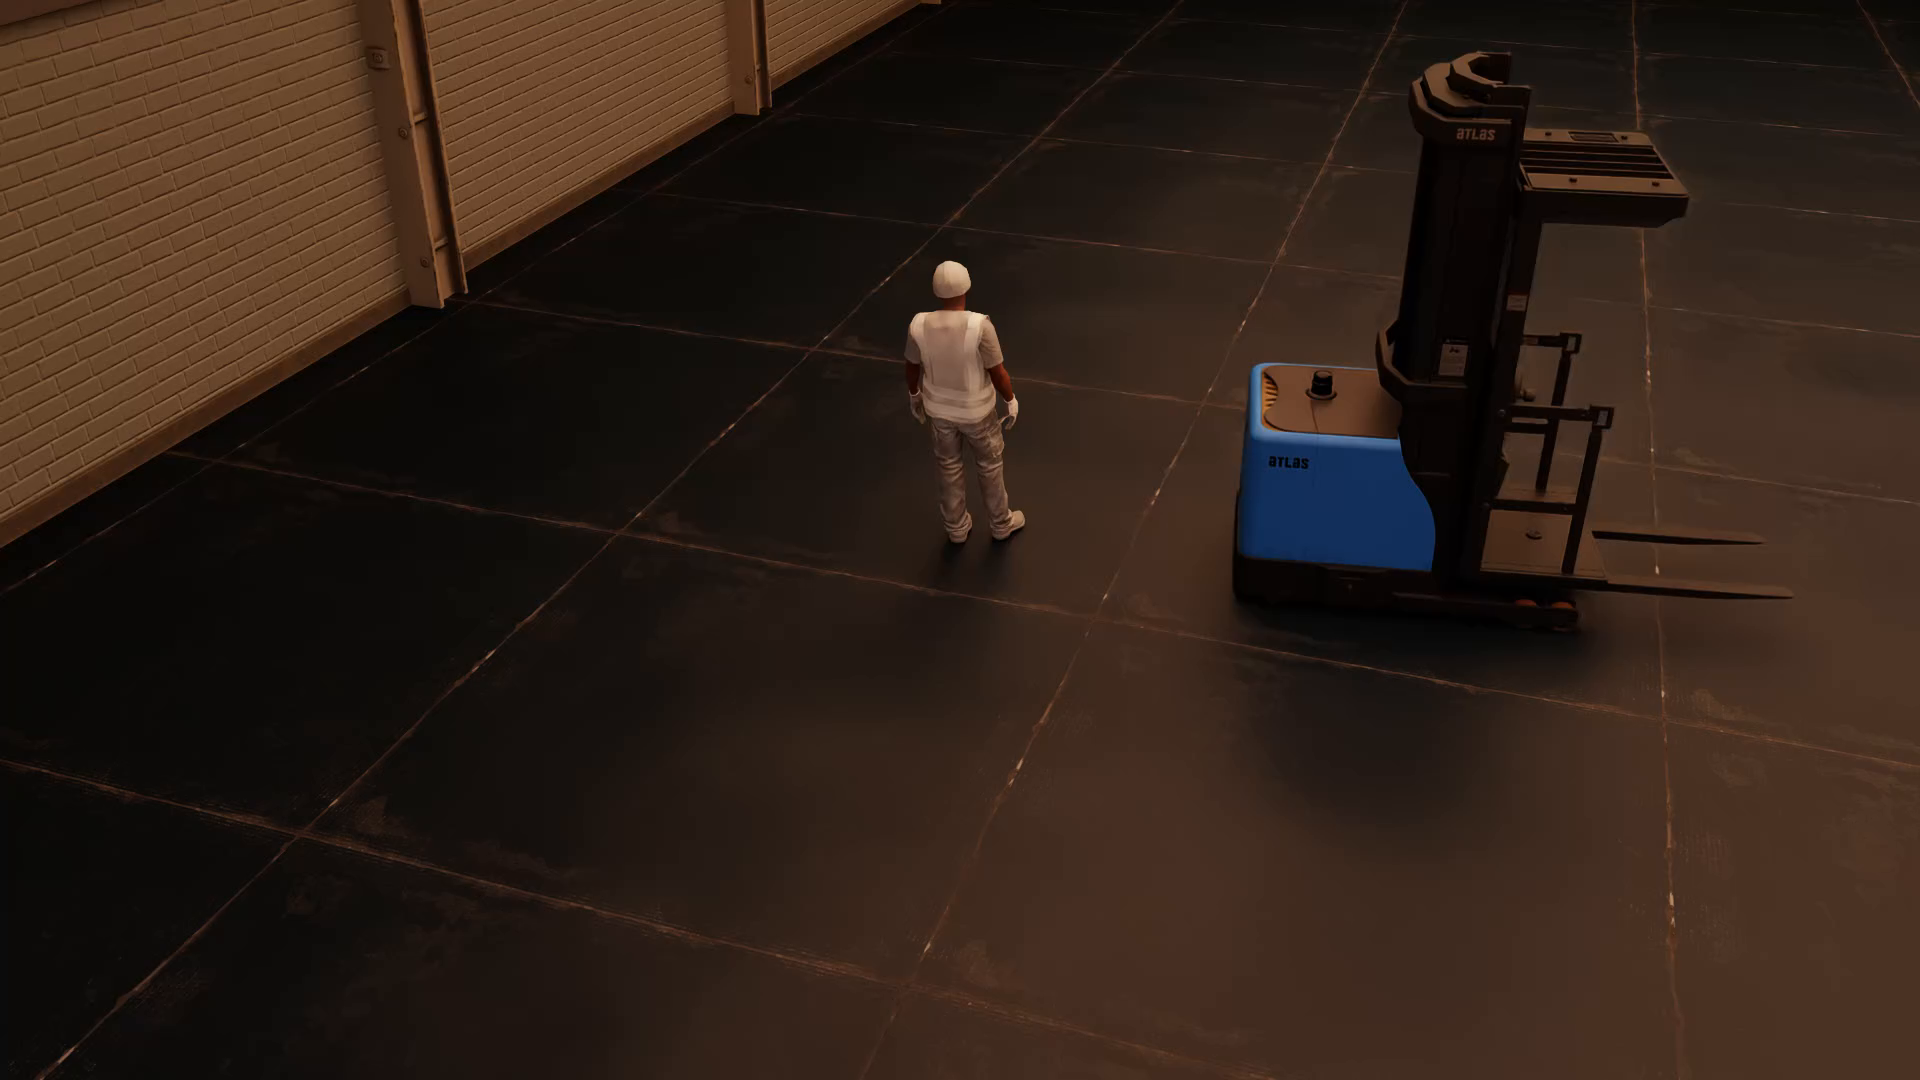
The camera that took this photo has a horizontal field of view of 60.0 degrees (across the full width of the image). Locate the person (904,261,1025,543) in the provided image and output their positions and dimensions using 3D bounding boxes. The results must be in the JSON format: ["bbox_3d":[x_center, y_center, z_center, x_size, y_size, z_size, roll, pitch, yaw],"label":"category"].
[{"bbox_3d":[0.032,-0.814,9.708,0.657,1.785,0.575,10,31,16],"label":"person"}]

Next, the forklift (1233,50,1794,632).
[{"bbox_3d":[3.122,-1.047,8.973,3.031,2.935,1.130,4,30,8],"label":"forklift"}]
